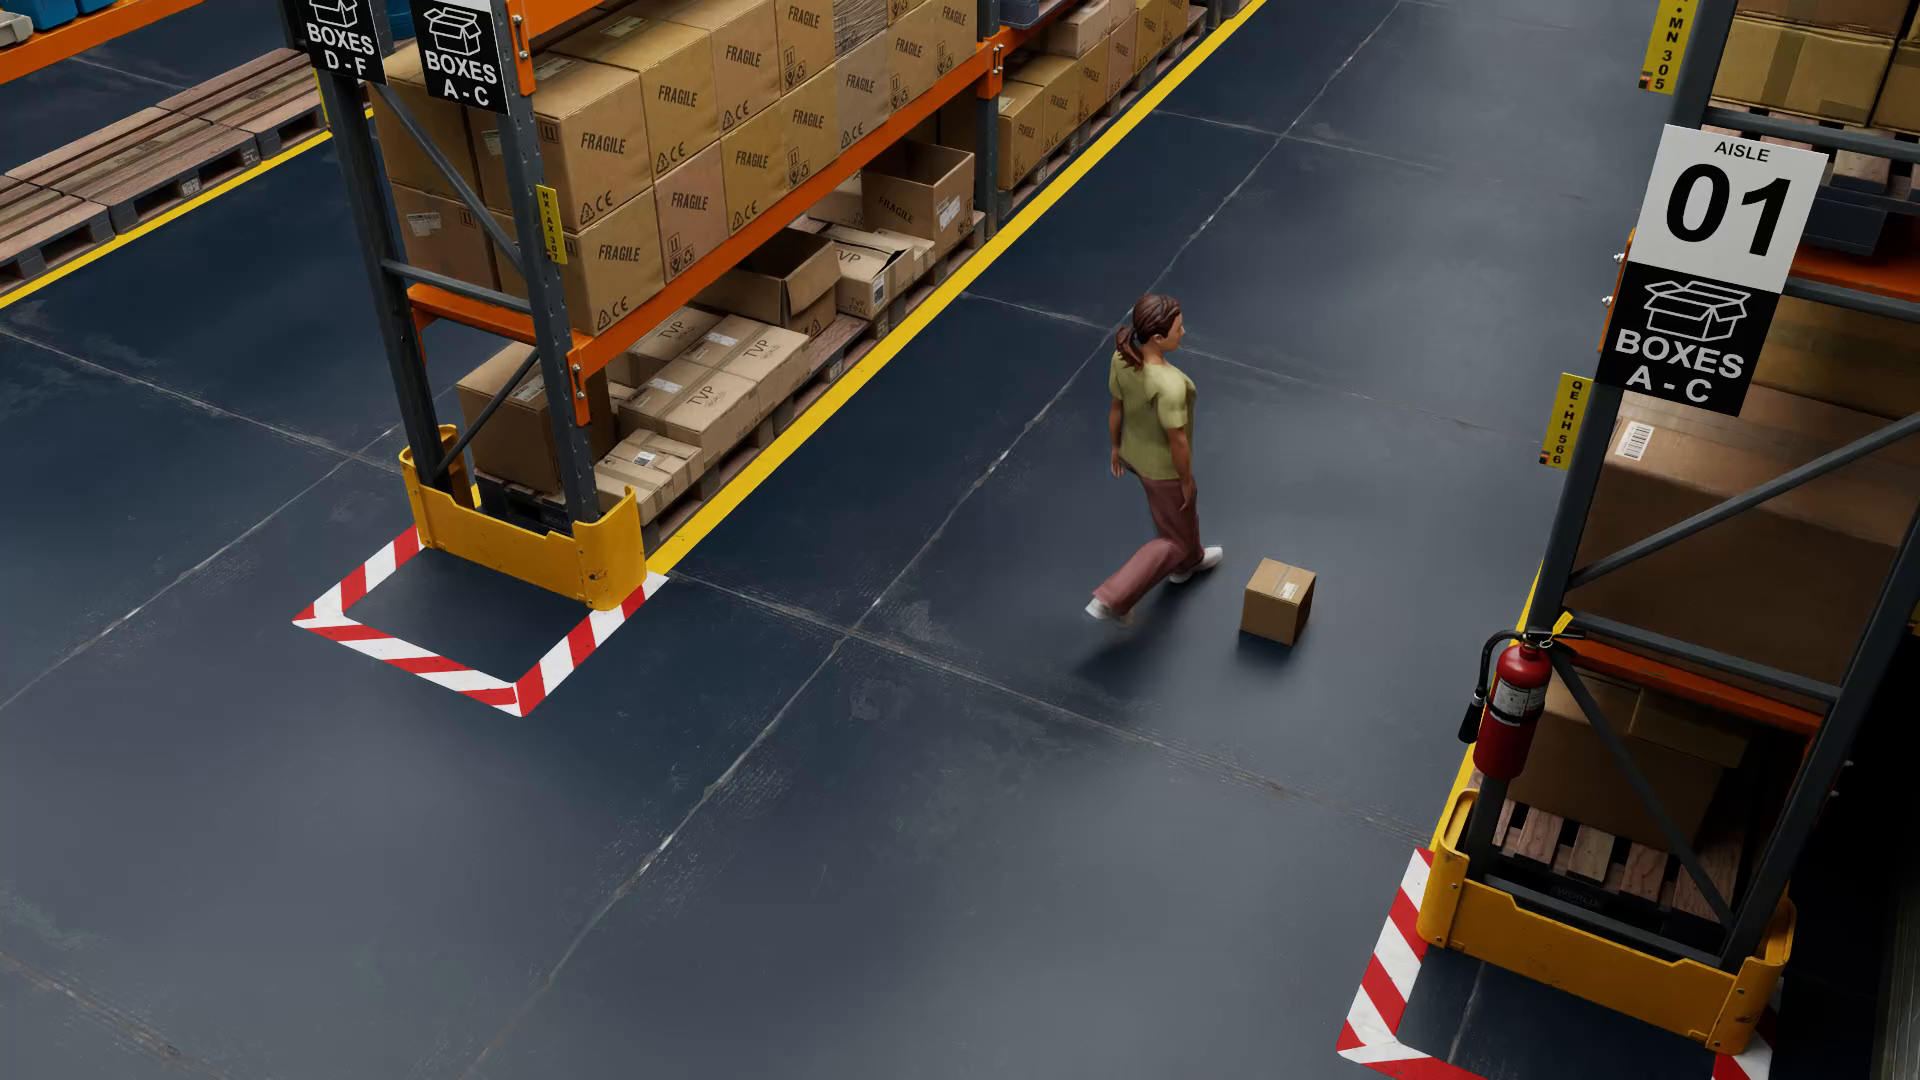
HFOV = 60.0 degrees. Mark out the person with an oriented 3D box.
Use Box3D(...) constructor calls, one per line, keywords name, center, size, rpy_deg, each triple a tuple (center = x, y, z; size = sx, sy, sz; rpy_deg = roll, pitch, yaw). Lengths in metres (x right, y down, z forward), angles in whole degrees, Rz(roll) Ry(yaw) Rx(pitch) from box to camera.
Box3D(name="person", center=(0.886, -0.355, 7.222), size=(0.920, 1.614, 0.461), rpy_deg=(-20, 42, -23))
